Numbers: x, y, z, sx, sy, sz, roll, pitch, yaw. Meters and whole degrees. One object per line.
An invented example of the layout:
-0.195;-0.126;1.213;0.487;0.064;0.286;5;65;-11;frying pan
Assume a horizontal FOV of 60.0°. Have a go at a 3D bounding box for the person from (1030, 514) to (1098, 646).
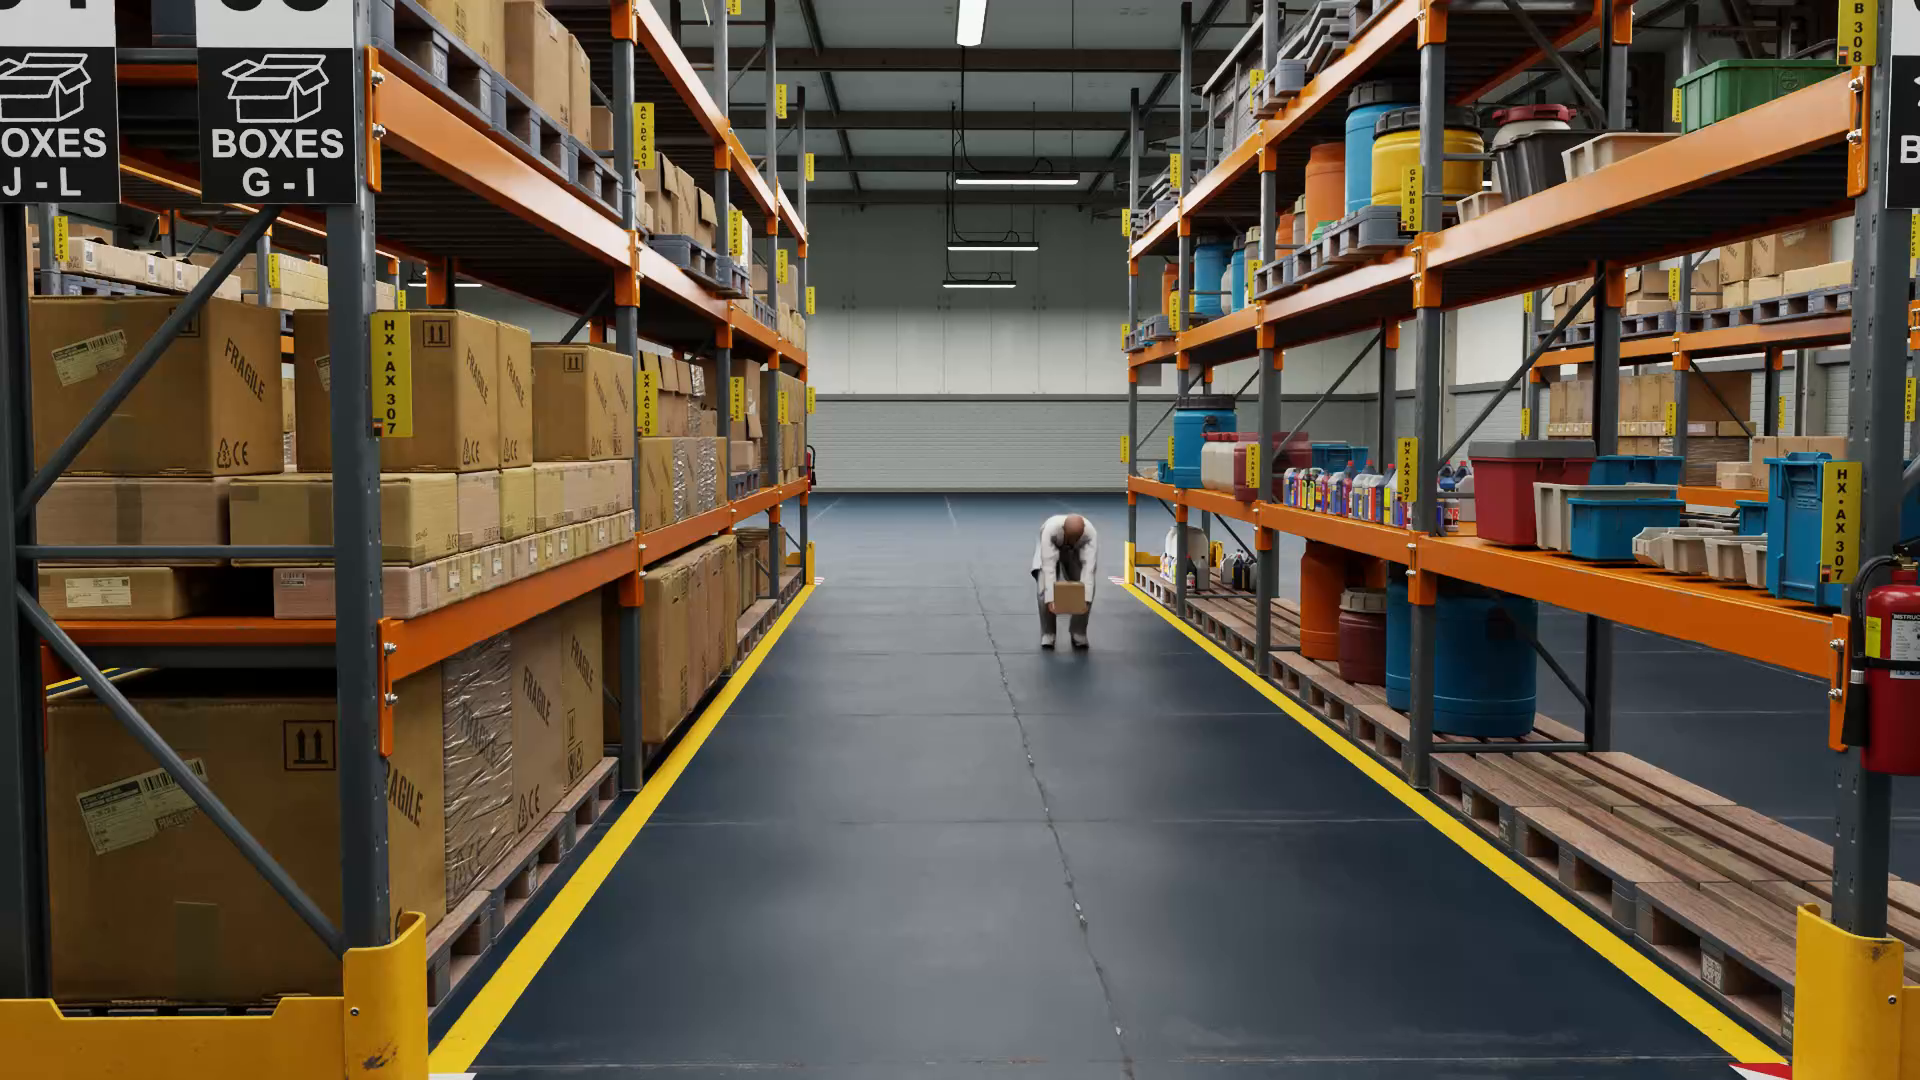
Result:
0.908;0.340;14.192;0.583;1.162;0.934;0;4;-4;person
